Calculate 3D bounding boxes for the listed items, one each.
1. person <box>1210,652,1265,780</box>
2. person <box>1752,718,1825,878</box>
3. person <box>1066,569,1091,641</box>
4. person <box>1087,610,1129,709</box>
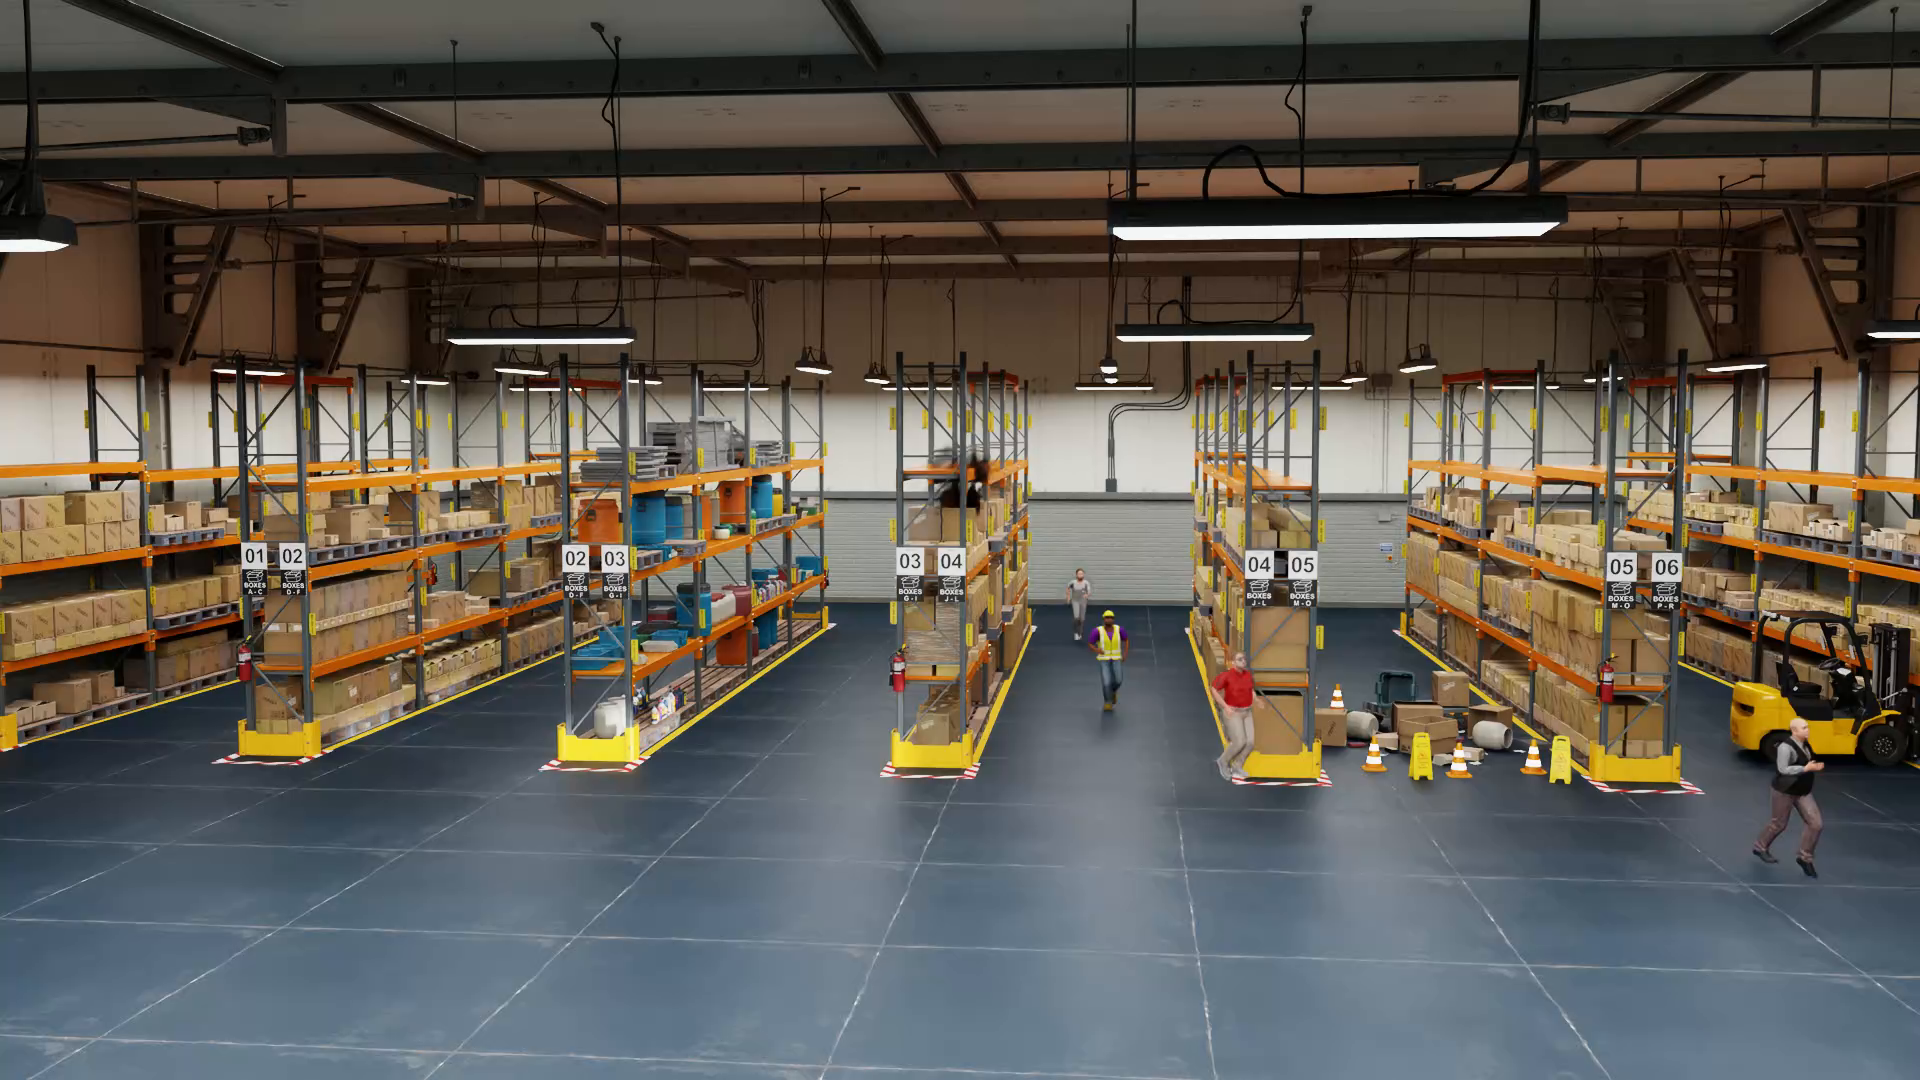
[{"bbox_3d":[3.713,2.349,22.086,0.687,1.733,0.559,-3,5,-33],"label":"person"},{"bbox_3d":[9.203,2.846,18.439,0.625,1.791,0.827,-2,4,-25],"label":"person"},{"bbox_3d":[2.716,1.472,37.959,0.535,1.651,0.748,0,4,-4],"label":"person"},{"bbox_3d":[2.599,2.082,28.877,0.770,1.721,0.526,0,4,-7],"label":"person"}]
